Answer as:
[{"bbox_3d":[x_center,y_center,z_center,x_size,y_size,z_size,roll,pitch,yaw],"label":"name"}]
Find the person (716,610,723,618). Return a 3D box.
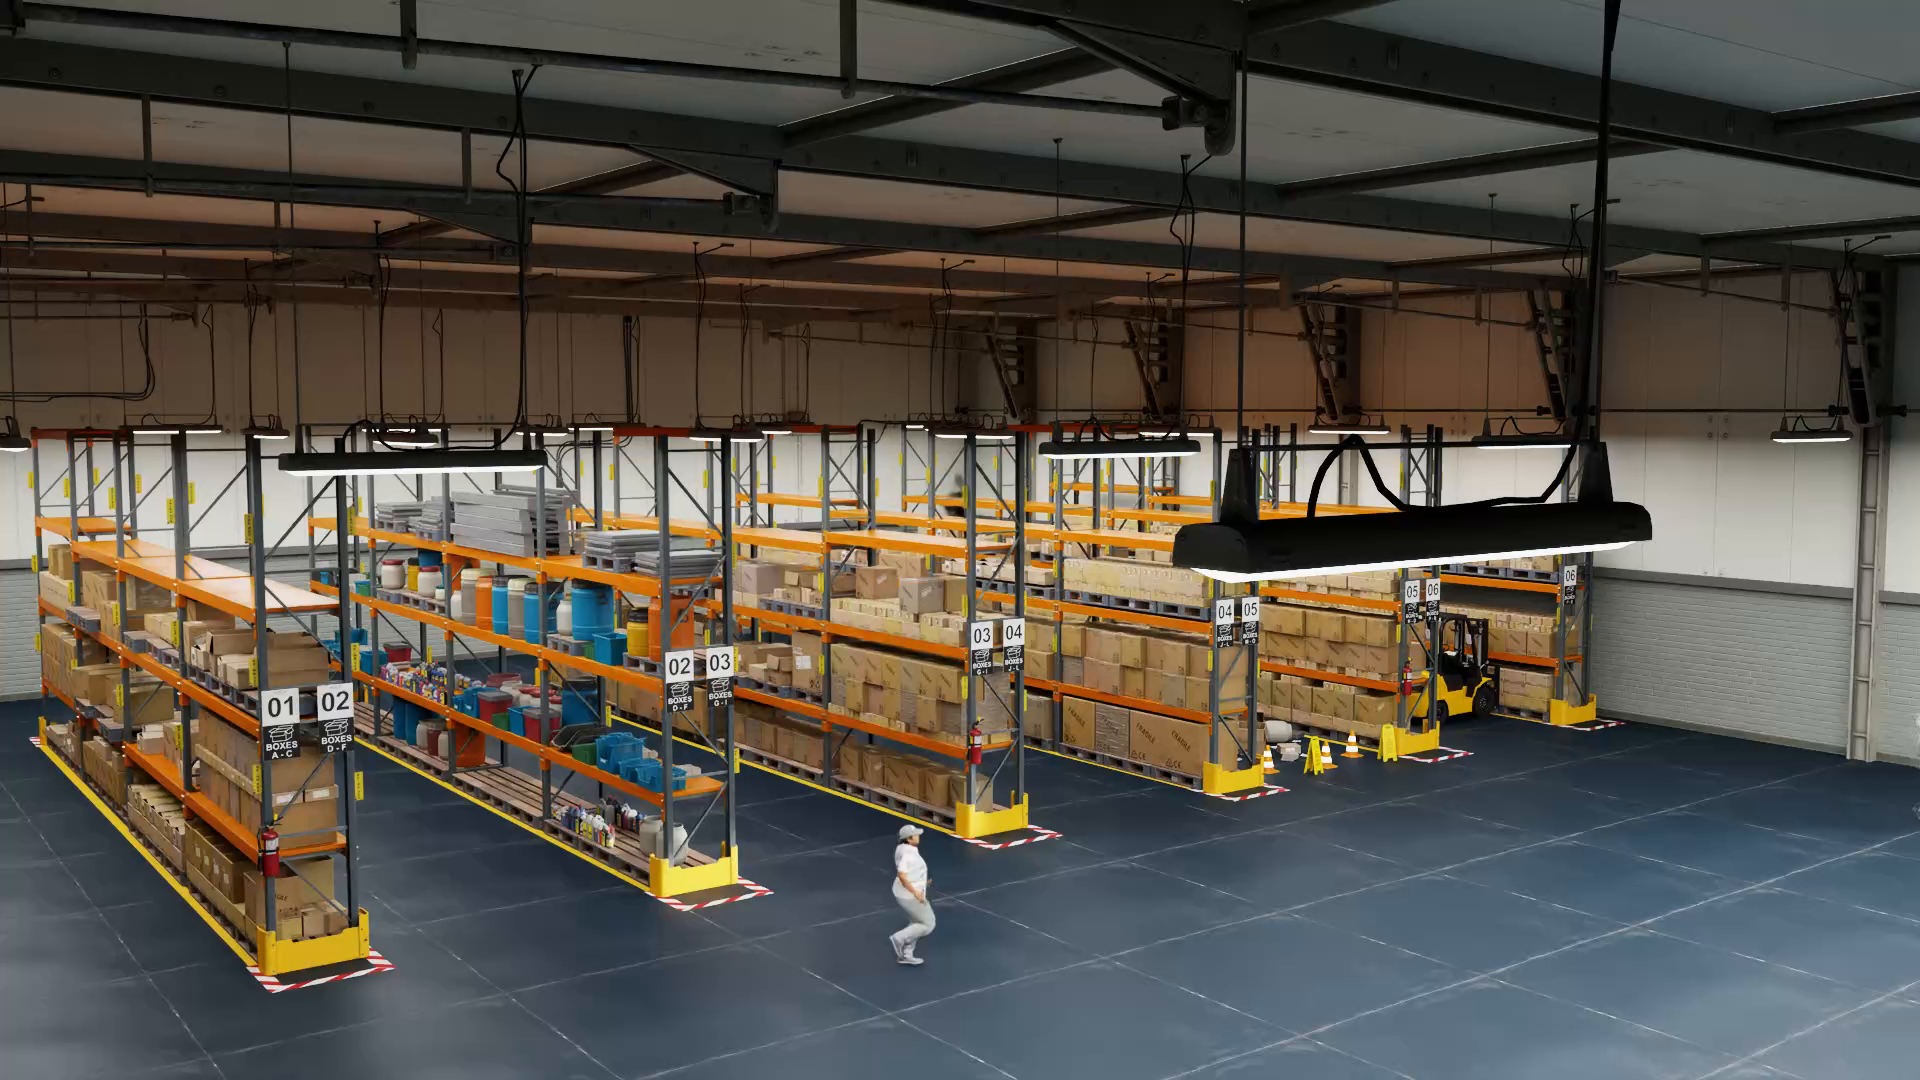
[{"bbox_3d":[-6.007,2.349,40.951,0.582,1.537,0.523,4,6,42],"label":"person"}]

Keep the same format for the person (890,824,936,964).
[{"bbox_3d":[-0.558,4.040,18.934,0.549,1.623,0.608,-1,5,-14],"label":"person"}]

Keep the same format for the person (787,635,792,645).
[{"bbox_3d":[-4.165,2.282,41.732,0.513,1.637,0.571,2,5,24],"label":"person"}]
